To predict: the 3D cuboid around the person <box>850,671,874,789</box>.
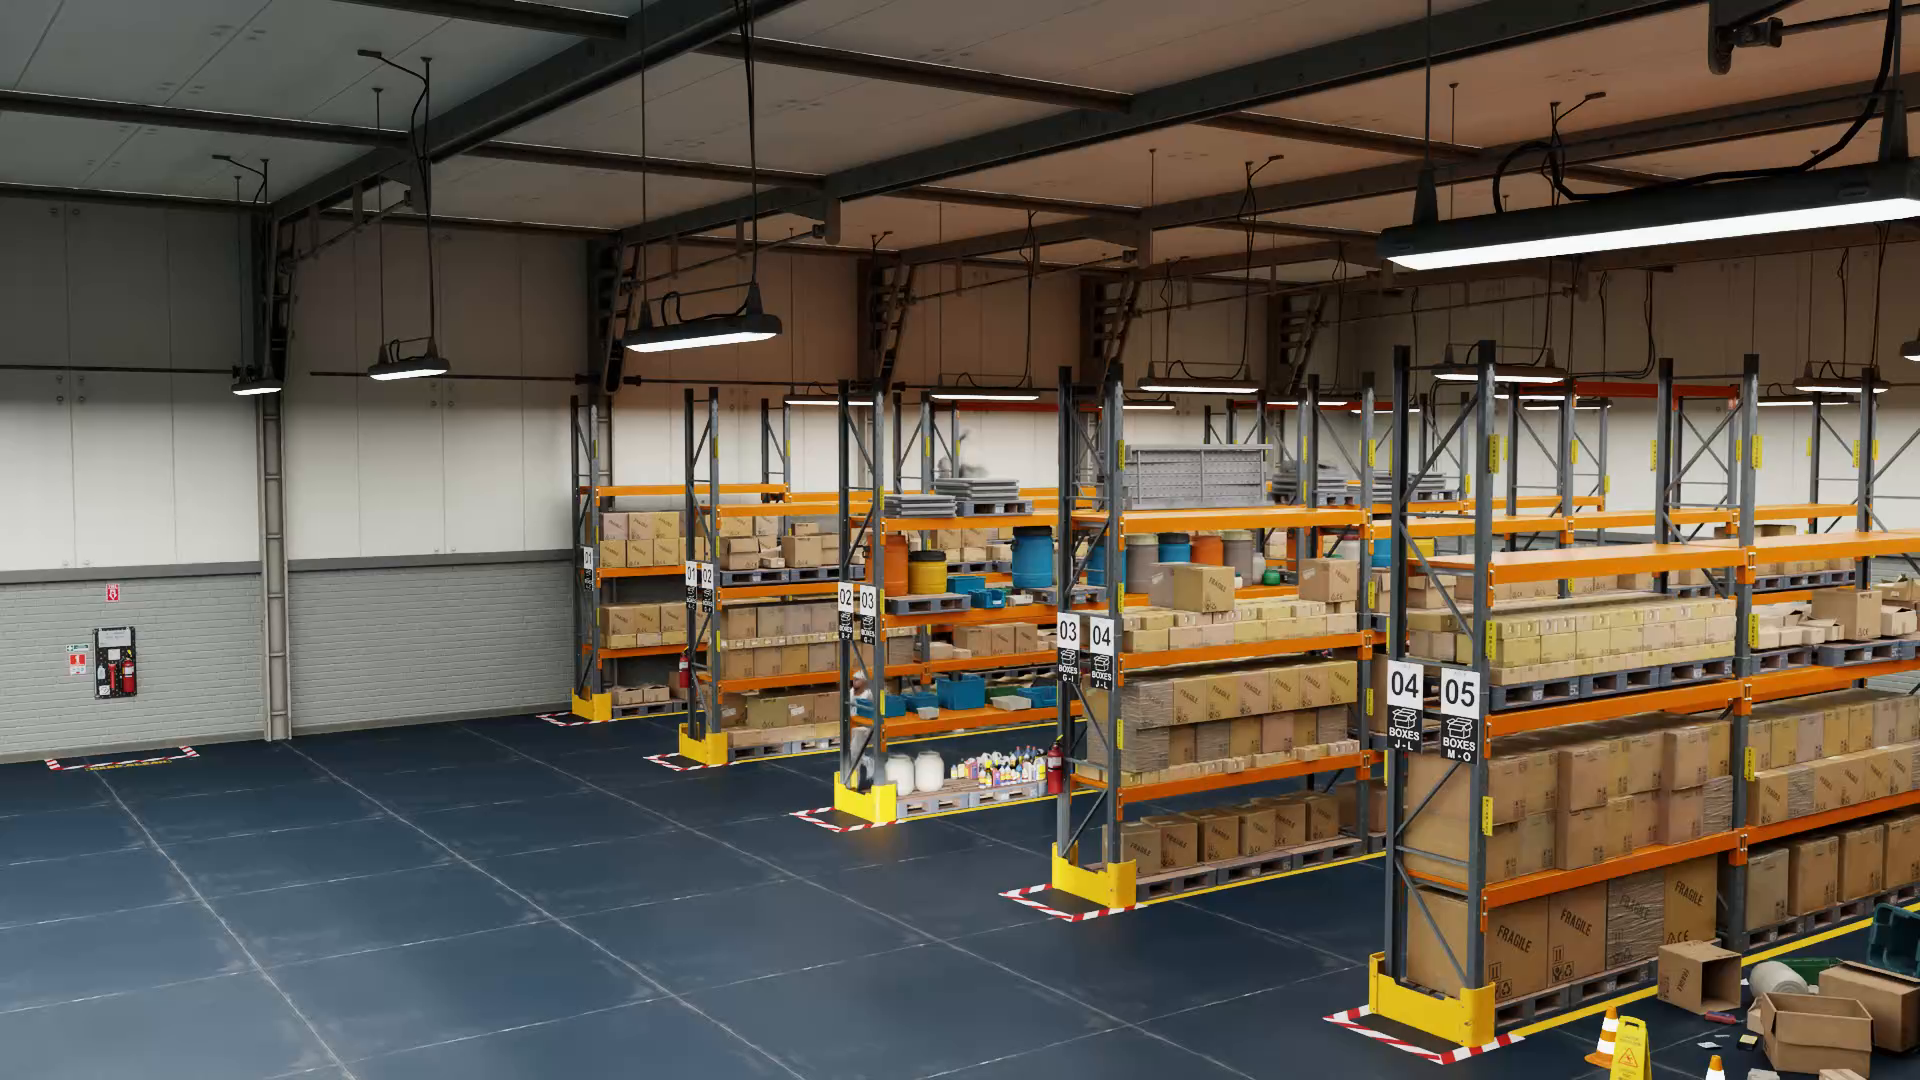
[{"bbox_3d":[-1.467,2.811,24.667,0.685,1.757,0.752,3,5,42],"label":"person"}]
